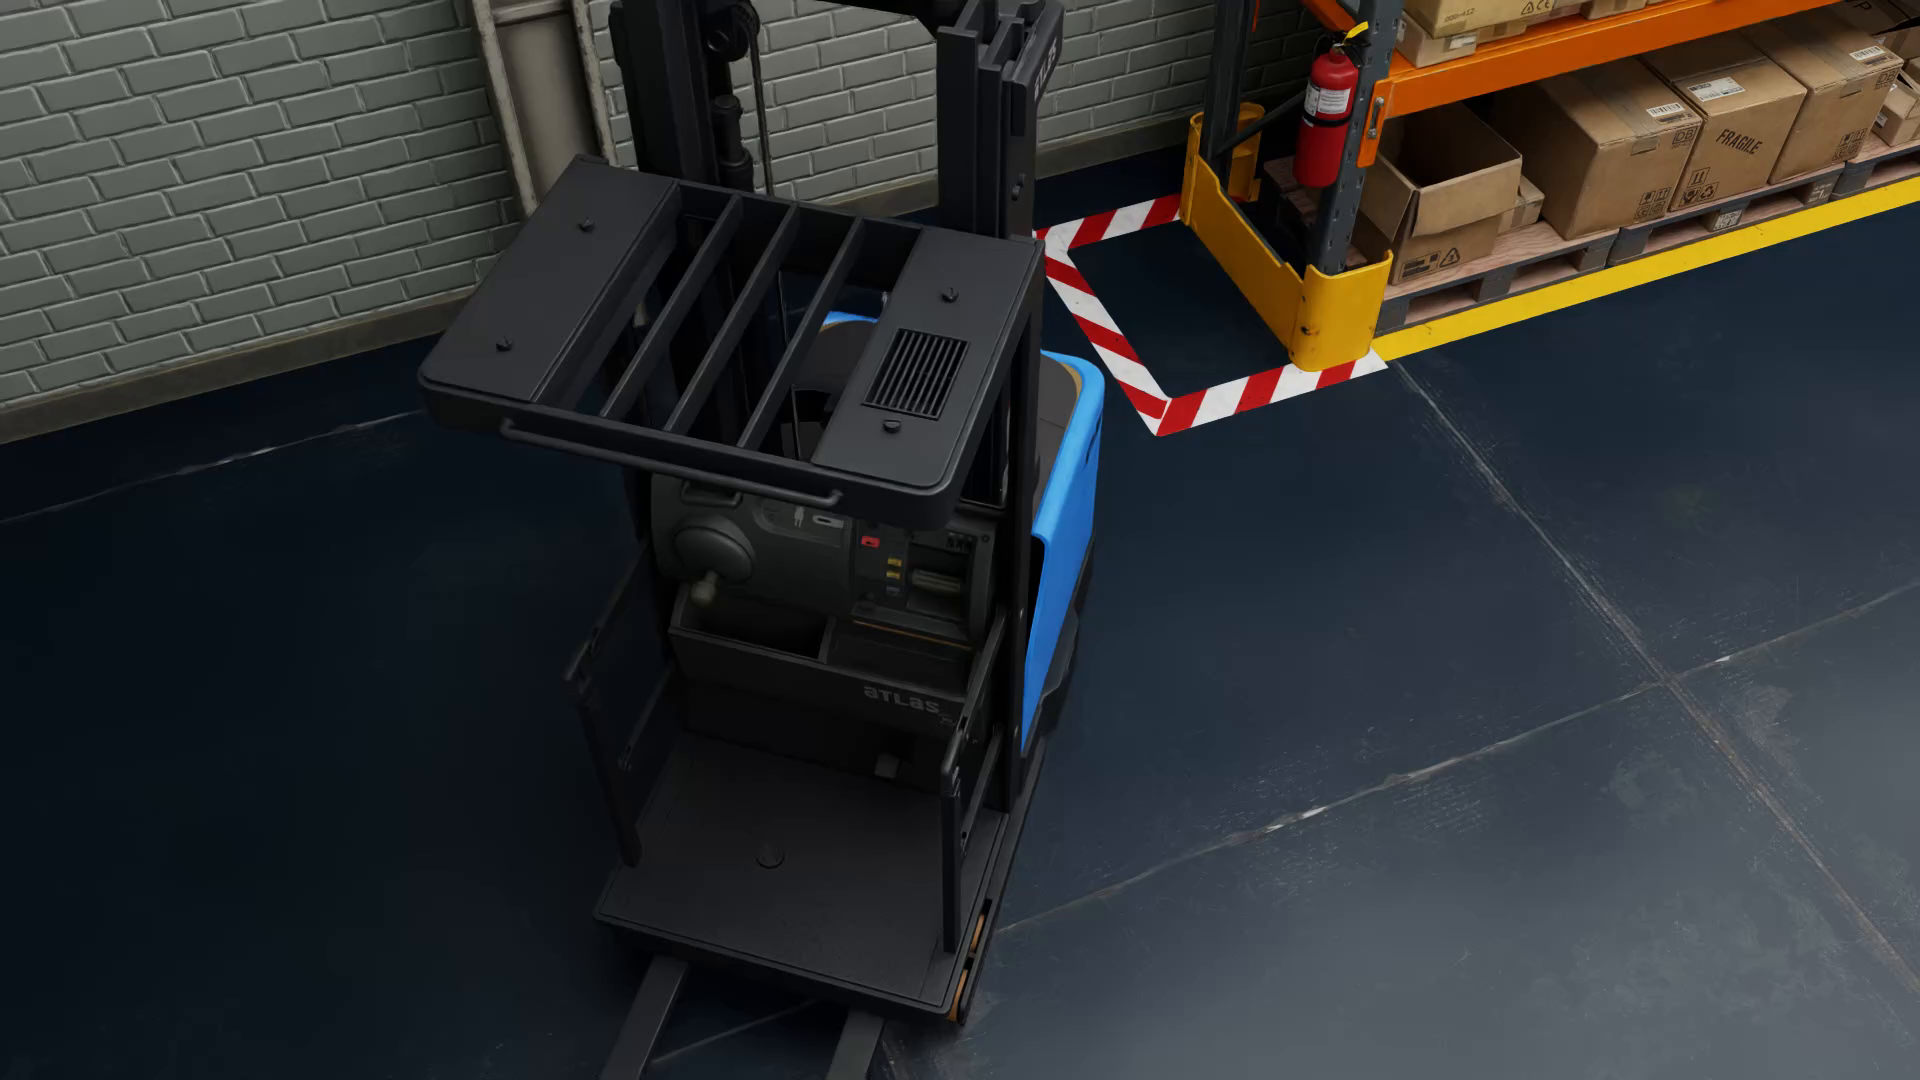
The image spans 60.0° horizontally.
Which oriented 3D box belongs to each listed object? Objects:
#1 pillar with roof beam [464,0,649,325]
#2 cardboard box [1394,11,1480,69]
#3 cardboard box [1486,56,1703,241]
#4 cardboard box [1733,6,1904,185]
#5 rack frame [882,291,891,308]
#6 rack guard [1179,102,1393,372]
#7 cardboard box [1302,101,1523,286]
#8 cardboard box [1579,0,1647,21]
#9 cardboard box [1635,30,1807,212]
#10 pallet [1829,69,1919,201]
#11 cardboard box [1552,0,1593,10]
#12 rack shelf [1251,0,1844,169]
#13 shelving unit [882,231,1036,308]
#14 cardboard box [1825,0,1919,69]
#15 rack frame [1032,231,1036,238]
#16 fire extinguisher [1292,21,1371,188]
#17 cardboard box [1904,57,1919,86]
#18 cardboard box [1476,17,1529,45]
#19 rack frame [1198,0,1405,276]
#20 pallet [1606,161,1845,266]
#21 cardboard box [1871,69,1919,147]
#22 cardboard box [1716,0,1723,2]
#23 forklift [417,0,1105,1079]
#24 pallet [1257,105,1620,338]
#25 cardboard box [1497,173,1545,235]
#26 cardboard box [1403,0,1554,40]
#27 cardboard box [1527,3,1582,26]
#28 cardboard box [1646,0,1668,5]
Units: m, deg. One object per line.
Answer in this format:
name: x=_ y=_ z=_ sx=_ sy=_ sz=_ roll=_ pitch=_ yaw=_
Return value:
pillar with roof beam: x=0.069 y=-0.881 z=1.075 sx=0.400 sy=9.000 sz=9.100 roll=-17 pitch=52 yaw=-14
cardboard box: x=1.686 y=-1.911 z=6.079 sx=0.250 sy=0.149 sz=0.380 roll=-18 pitch=52 yaw=-15
cardboard box: x=2.686 y=-1.740 z=7.138 sx=0.500 sy=0.500 sz=0.700 roll=-15 pitch=51 yaw=-13
cardboard box: x=3.647 y=-2.038 z=7.394 sx=0.500 sy=0.500 sz=0.700 roll=-19 pitch=52 yaw=-16
rack frame: x=-0.244 y=-0.562 z=5.942 sx=0.015 sy=1.200 sz=0.240 roll=1 pitch=49 yaw=1
rack guard: x=1.348 y=-1.298 z=7.035 sx=0.348 sy=0.500 sz=1.175 roll=-17 pitch=52 yaw=-14
cardboard box: x=1.880 y=-1.523 z=6.950 sx=0.637 sy=0.503 sz=0.797 roll=-19 pitch=52 yaw=-16
cardboard box: x=2.391 y=-2.145 z=6.281 sx=0.250 sy=0.149 sz=0.380 roll=-16 pitch=51 yaw=-13
cardboard box: x=3.213 y=-1.821 z=7.208 sx=0.500 sy=0.500 sz=0.500 roll=-16 pitch=51 yaw=-14
pallet: x=4.345 y=-2.133 z=7.943 sx=1.213 sy=0.211 sz=1.003 roll=-17 pitch=52 yaw=-14
cardboard box: x=2.266 y=-2.225 z=6.086 sx=0.500 sy=0.250 sz=0.500 roll=-17 pitch=51 yaw=-14
rack shelf: x=3.129 y=-2.430 z=6.834 sx=4.000 sy=0.370 sz=1.077 roll=-17 pitch=52 yaw=-14
shelving unit: x=0.000 y=-0.557 z=5.937 sx=0.503 sy=1.200 sz=0.258 roll=1 pitch=49 yaw=1
cardboard box: x=4.280 y=-2.475 z=7.894 sx=0.500 sy=0.311 sz=0.500 roll=-16 pitch=51 yaw=-13
rack frame: x=0.244 y=-0.552 z=5.933 sx=0.015 sy=1.200 sz=0.240 roll=1 pitch=49 yaw=1
fire extinguisher: x=1.316 y=-1.577 z=5.924 sx=0.183 sy=0.674 sz=0.296 roll=-17 pitch=52 yaw=-14
cardboard box: x=4.576 y=-2.080 z=7.662 sx=0.250 sy=0.149 sz=0.380 roll=-19 pitch=52 yaw=-15
cardboard box: x=1.904 y=-2.016 z=6.170 sx=0.250 sy=0.149 sz=0.380 roll=-16 pitch=51 yaw=-13
rack frame: x=1.278 y=-2.091 z=6.068 sx=0.127 sy=3.000 sz=1.000 roll=-17 pitch=52 yaw=-14
pallet: x=3.214 y=-1.780 z=7.640 sx=1.213 sy=0.211 sz=1.003 roll=-17 pitch=52 yaw=-14
cardboard box: x=4.246 y=-2.016 z=7.529 sx=0.258 sy=0.266 sz=0.396 roll=-16 pitch=51 yaw=-13
cardboard box: x=2.897 y=-2.245 z=6.367 sx=0.250 sy=0.149 sz=0.380 roll=-19 pitch=52 yaw=-15
forklift: x=-0.423 y=0.143 z=4.195 sx=1.130 sy=2.935 sz=3.031 roll=13 pitch=51 yaw=11
pallet: x=2.086 y=-1.433 z=7.342 sx=1.213 sy=0.211 sz=1.003 roll=-17 pitch=52 yaw=-14
cardboard box: x=2.288 y=-1.502 z=7.165 sx=0.250 sy=0.149 sz=0.380 roll=-19 pitch=52 yaw=-16
cardboard box: x=1.800 y=-2.080 z=5.962 sx=0.500 sy=0.250 sz=0.500 roll=-17 pitch=51 yaw=-14
cardboard box: x=2.134 y=-2.116 z=6.255 sx=0.250 sy=0.149 sz=0.380 roll=-18 pitch=52 yaw=-15
cardboard box: x=2.635 y=-2.225 z=6.350 sx=0.250 sy=0.149 sz=0.380 roll=-16 pitch=51 yaw=-14
